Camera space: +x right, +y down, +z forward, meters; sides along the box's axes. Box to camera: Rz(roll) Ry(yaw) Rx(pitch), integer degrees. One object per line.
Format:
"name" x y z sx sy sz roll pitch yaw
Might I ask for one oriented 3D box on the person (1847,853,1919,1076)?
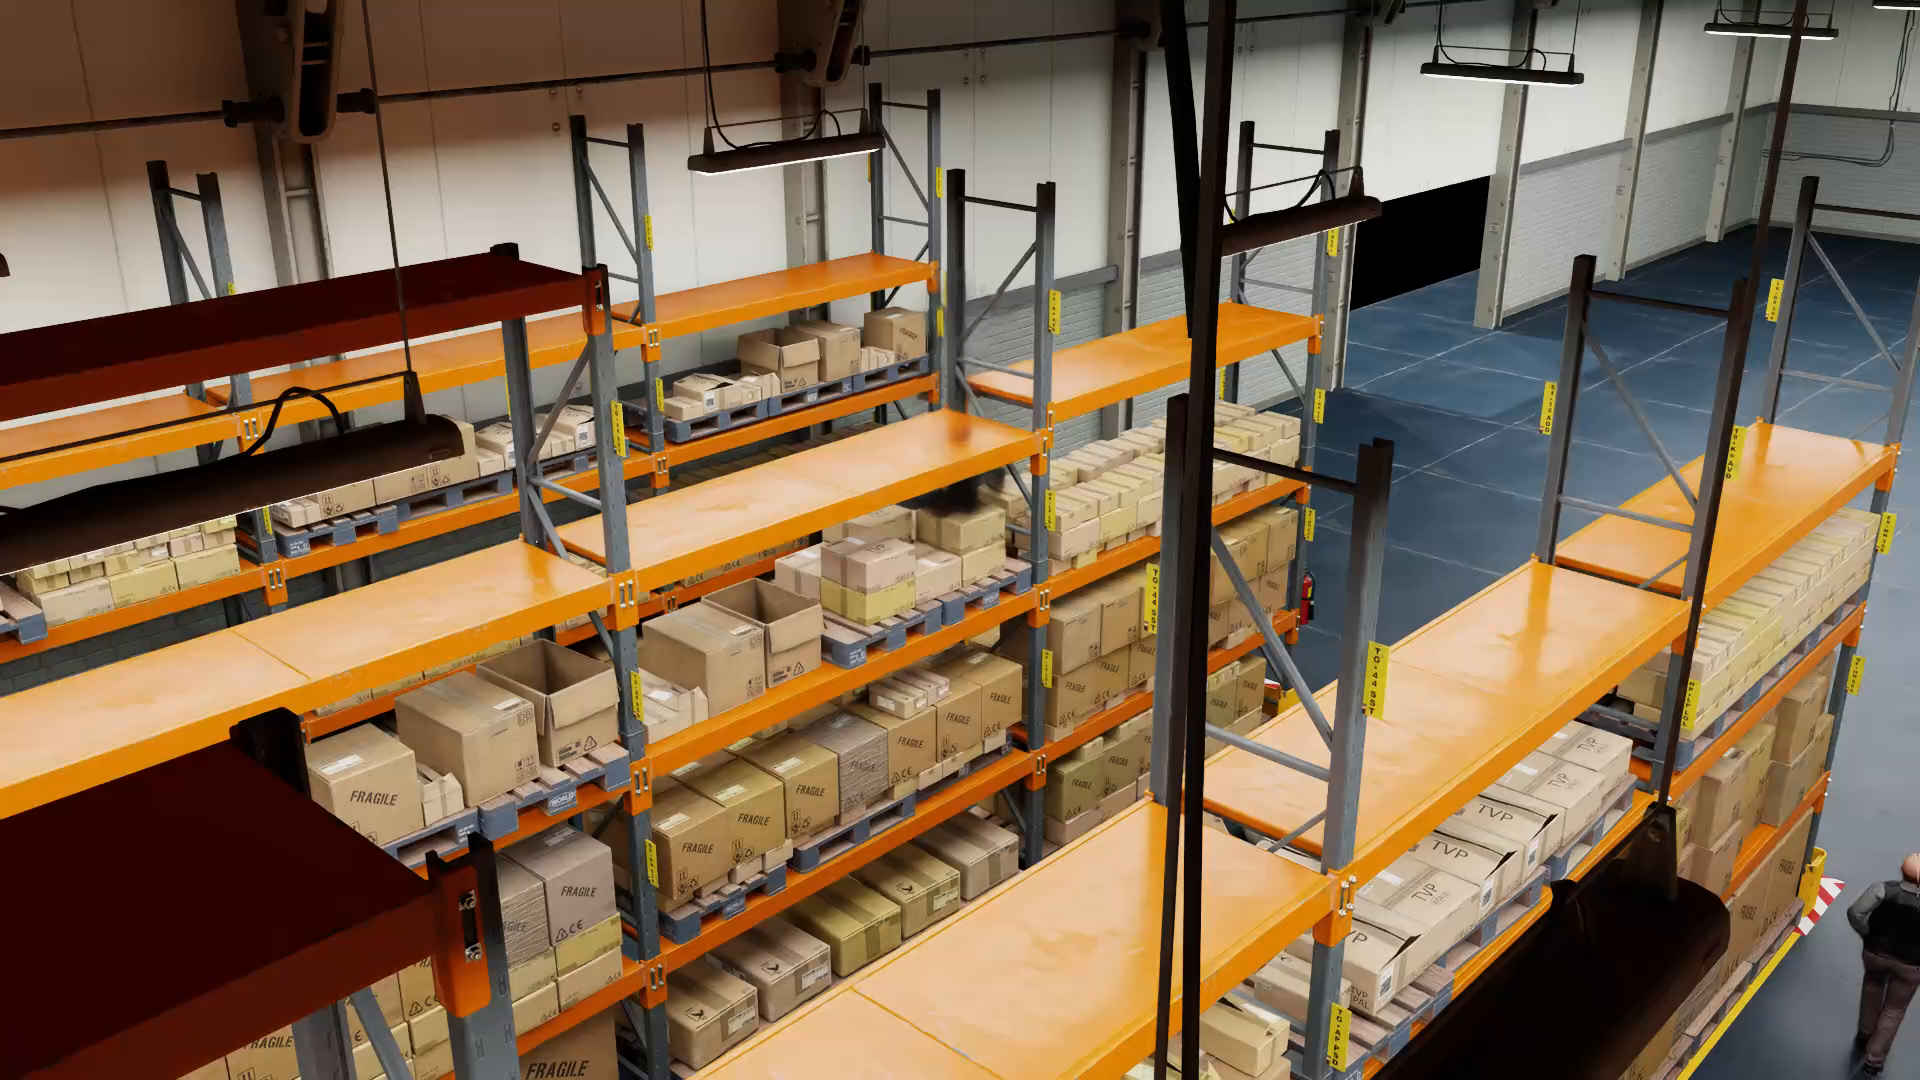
"person" 6.670 3.004 11.881 0.641 1.769 0.740 17 27 38
